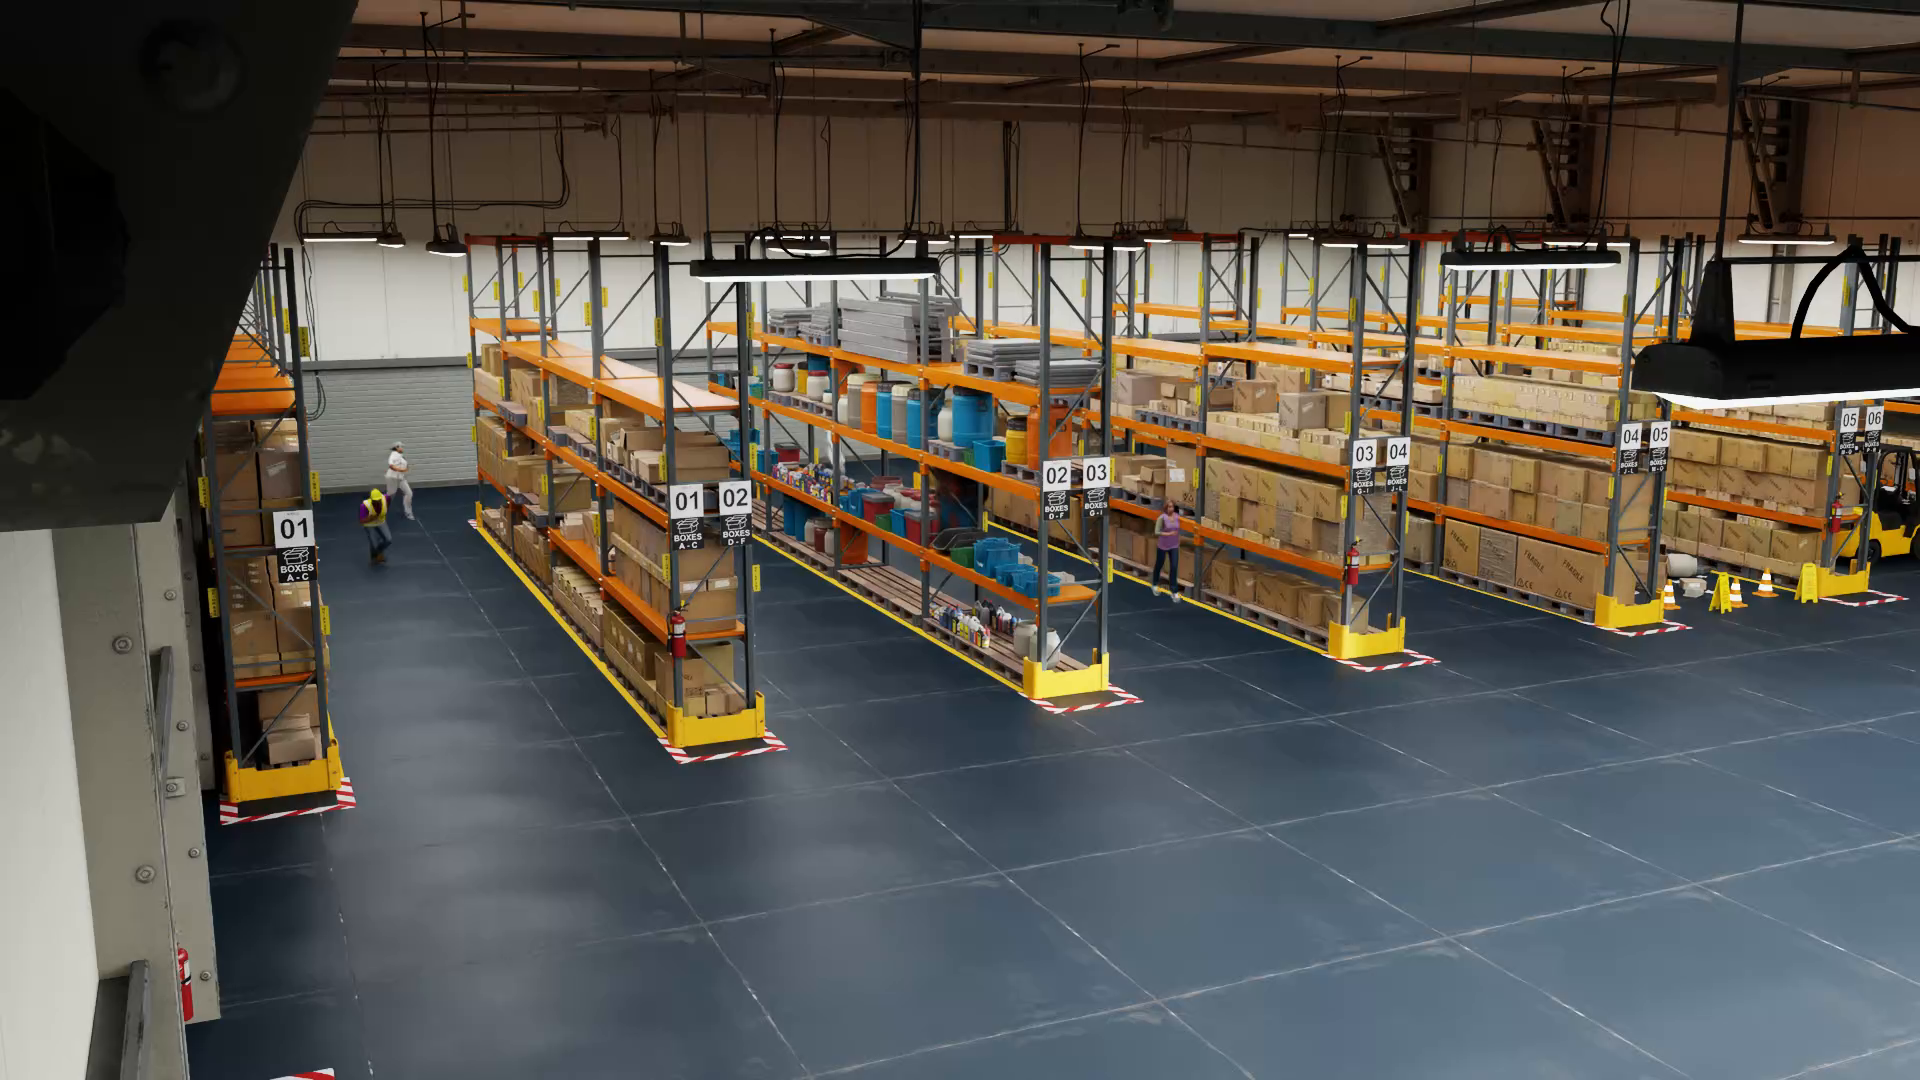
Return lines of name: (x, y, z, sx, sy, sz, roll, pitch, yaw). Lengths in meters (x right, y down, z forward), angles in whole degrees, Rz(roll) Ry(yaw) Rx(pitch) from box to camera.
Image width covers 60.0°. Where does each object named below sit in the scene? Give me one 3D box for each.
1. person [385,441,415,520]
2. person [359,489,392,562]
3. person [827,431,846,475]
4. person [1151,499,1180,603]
person: (-12.036, -1.263, 35.473, 0.859, 1.687, 0.659, 0, 11, 1)
person: (-10.712, -0.264, 30.556, 0.722, 1.468, 0.986, -9, 14, -38)
person: (-3.002, -2.026, 39.053, 0.665, 1.717, 0.753, -2, 11, -11)
person: (3.309, 0.137, 26.540, 0.545, 1.619, 0.792, -4, 12, -21)
